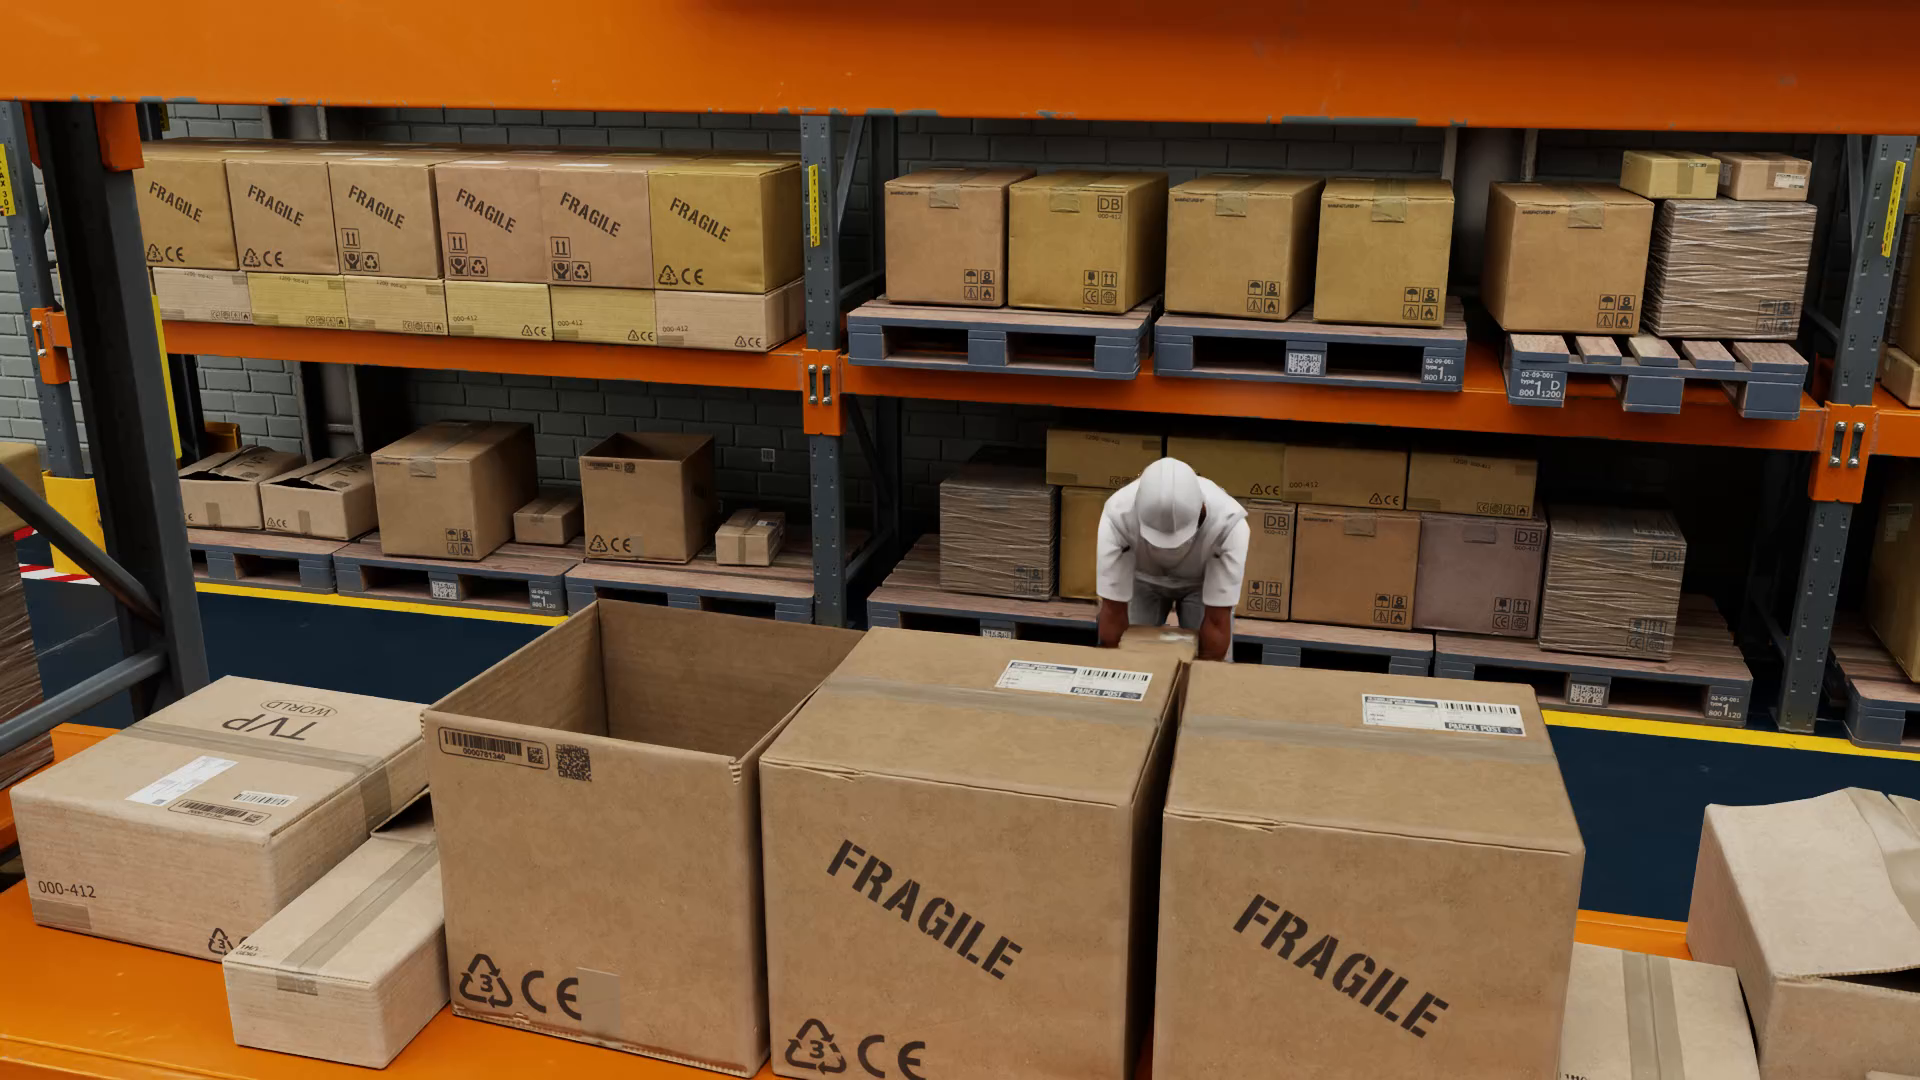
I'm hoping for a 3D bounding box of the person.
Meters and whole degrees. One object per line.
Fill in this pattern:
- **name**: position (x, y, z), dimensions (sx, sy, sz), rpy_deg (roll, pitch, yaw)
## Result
- **person**: position (0.709, 0.325, 5.590), dimensions (0.489, 1.413, 0.881), rpy_deg (4, 19, 12)
